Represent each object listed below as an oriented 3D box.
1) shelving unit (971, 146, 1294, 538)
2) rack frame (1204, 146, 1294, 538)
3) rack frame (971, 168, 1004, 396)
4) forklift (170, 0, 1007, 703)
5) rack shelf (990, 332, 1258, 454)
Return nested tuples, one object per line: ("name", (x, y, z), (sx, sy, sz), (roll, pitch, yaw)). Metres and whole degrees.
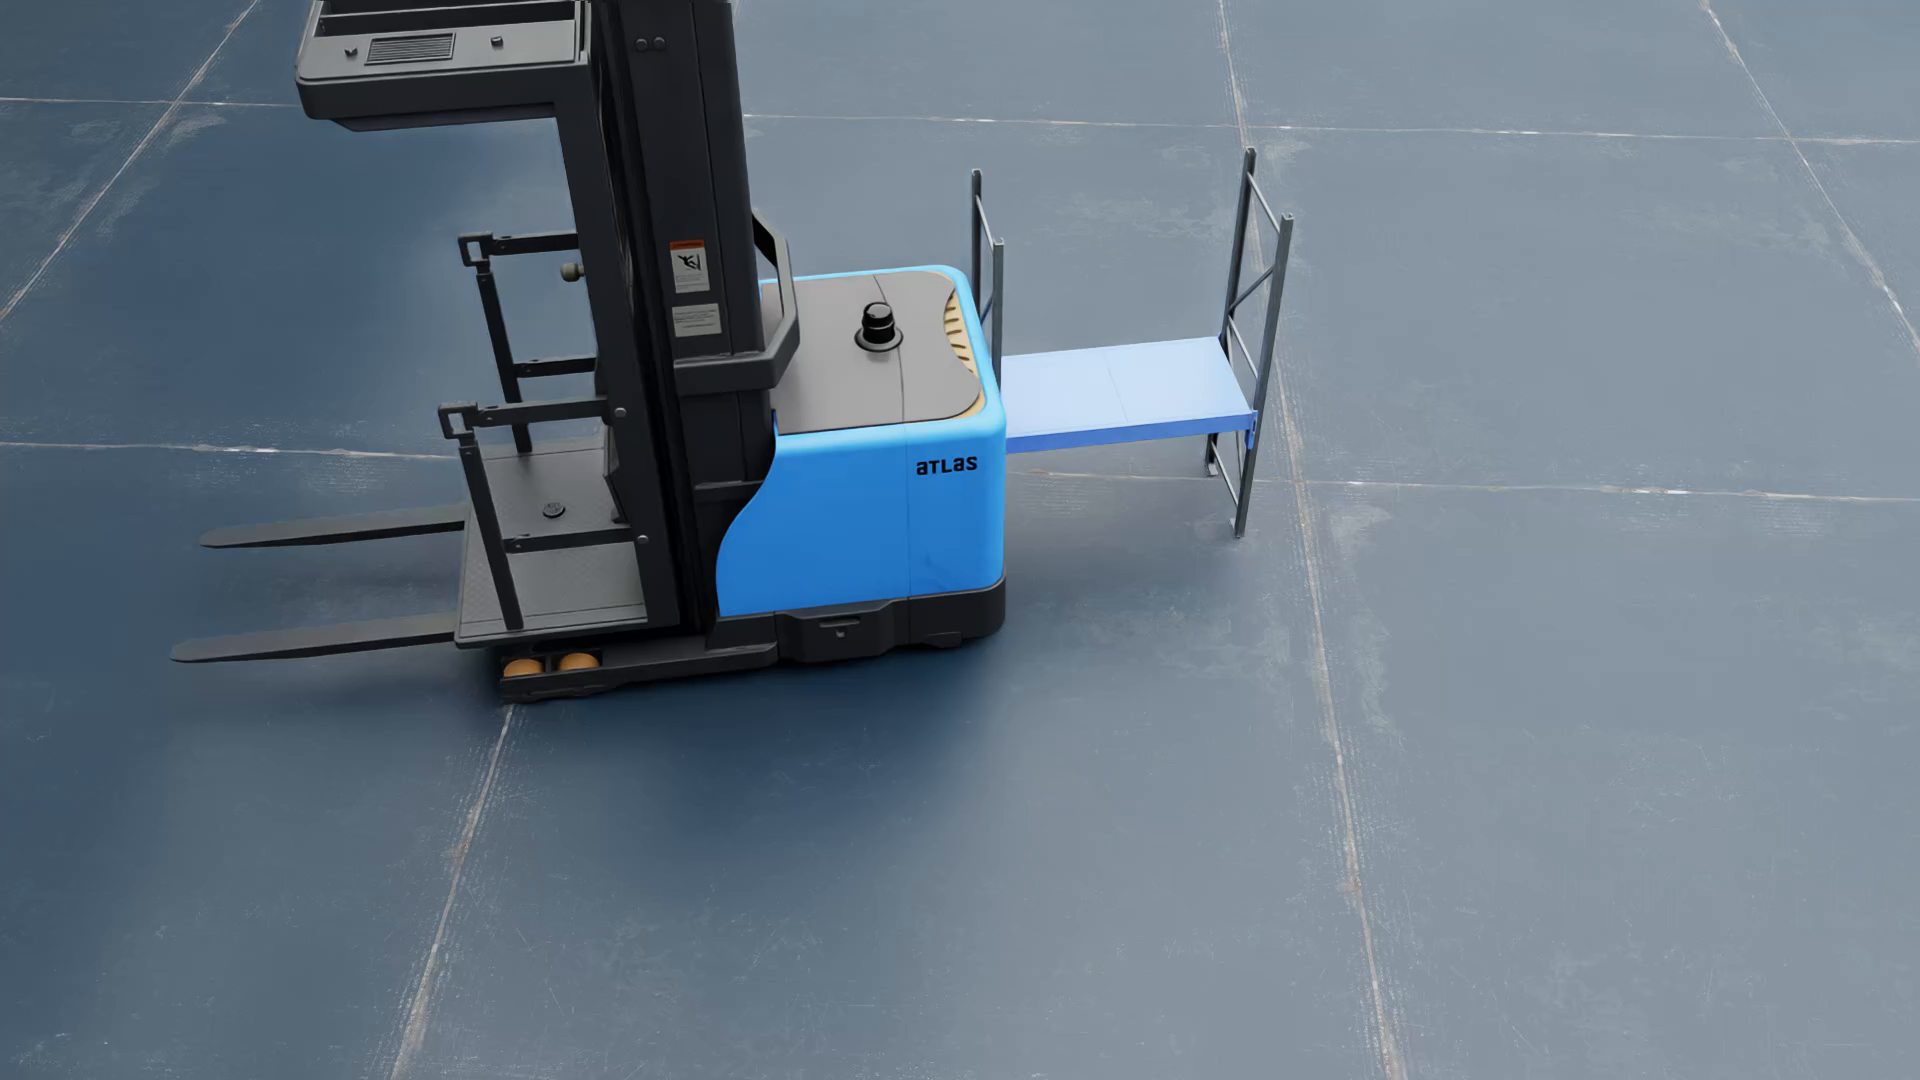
("shelving unit", (0.598, -0.673, 6.372), (1.048, 1.500, 0.538), (-6, 43, -6))
("rack frame", (1.101, -0.726, 6.429), (0.032, 1.500, 0.500), (-6, 43, -6))
("rack frame", (0.096, -0.619, 6.314), (0.032, 1.500, 0.500), (-6, 43, -6))
("forklift", (-1.390, -0.864, 5.527), (3.031, 2.935, 1.130), (-6, 43, -6))
("rack shelf", (0.598, -0.541, 6.494), (1.000, 0.185, 0.538), (-6, 43, -6))
